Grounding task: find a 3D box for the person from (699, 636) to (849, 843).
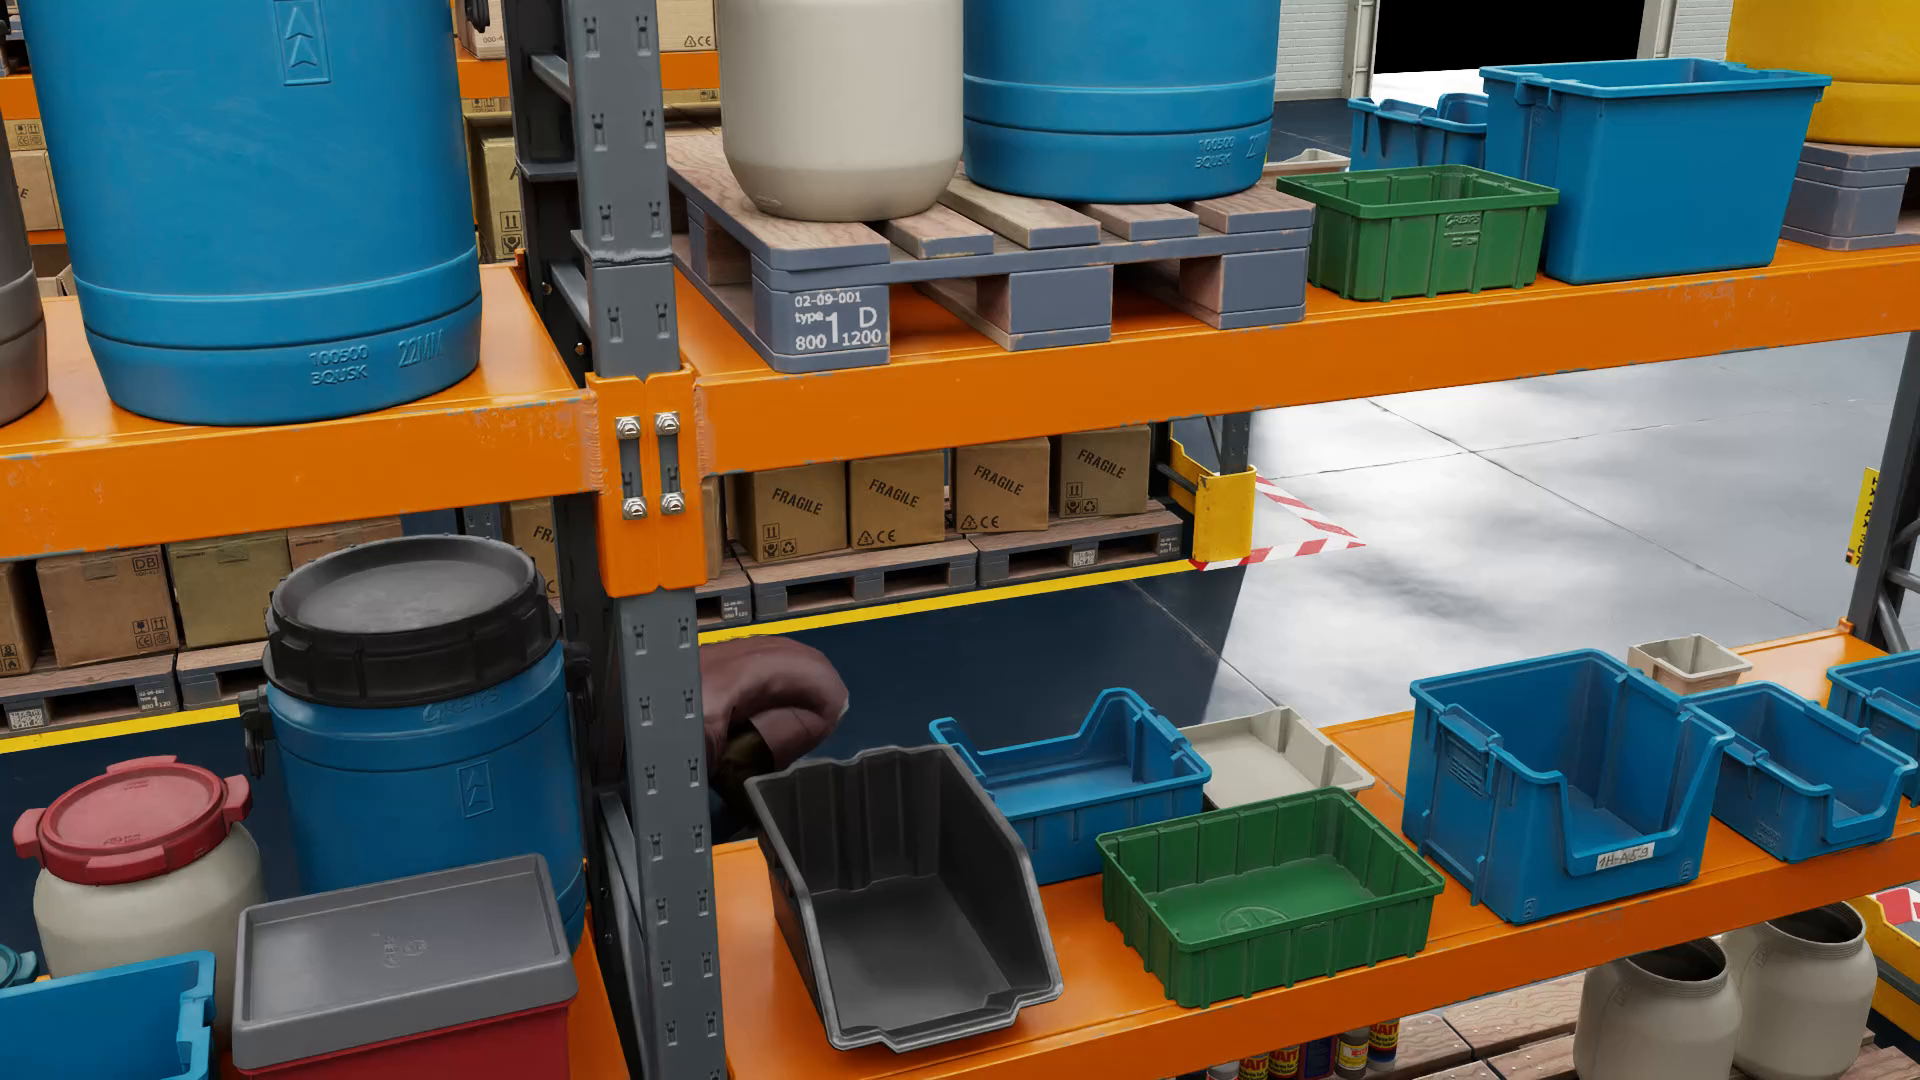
[{"bbox_3d":[-0.894,0.806,6.455,0.933,0.820,0.573,-9,24,-20],"label":"person"}]
